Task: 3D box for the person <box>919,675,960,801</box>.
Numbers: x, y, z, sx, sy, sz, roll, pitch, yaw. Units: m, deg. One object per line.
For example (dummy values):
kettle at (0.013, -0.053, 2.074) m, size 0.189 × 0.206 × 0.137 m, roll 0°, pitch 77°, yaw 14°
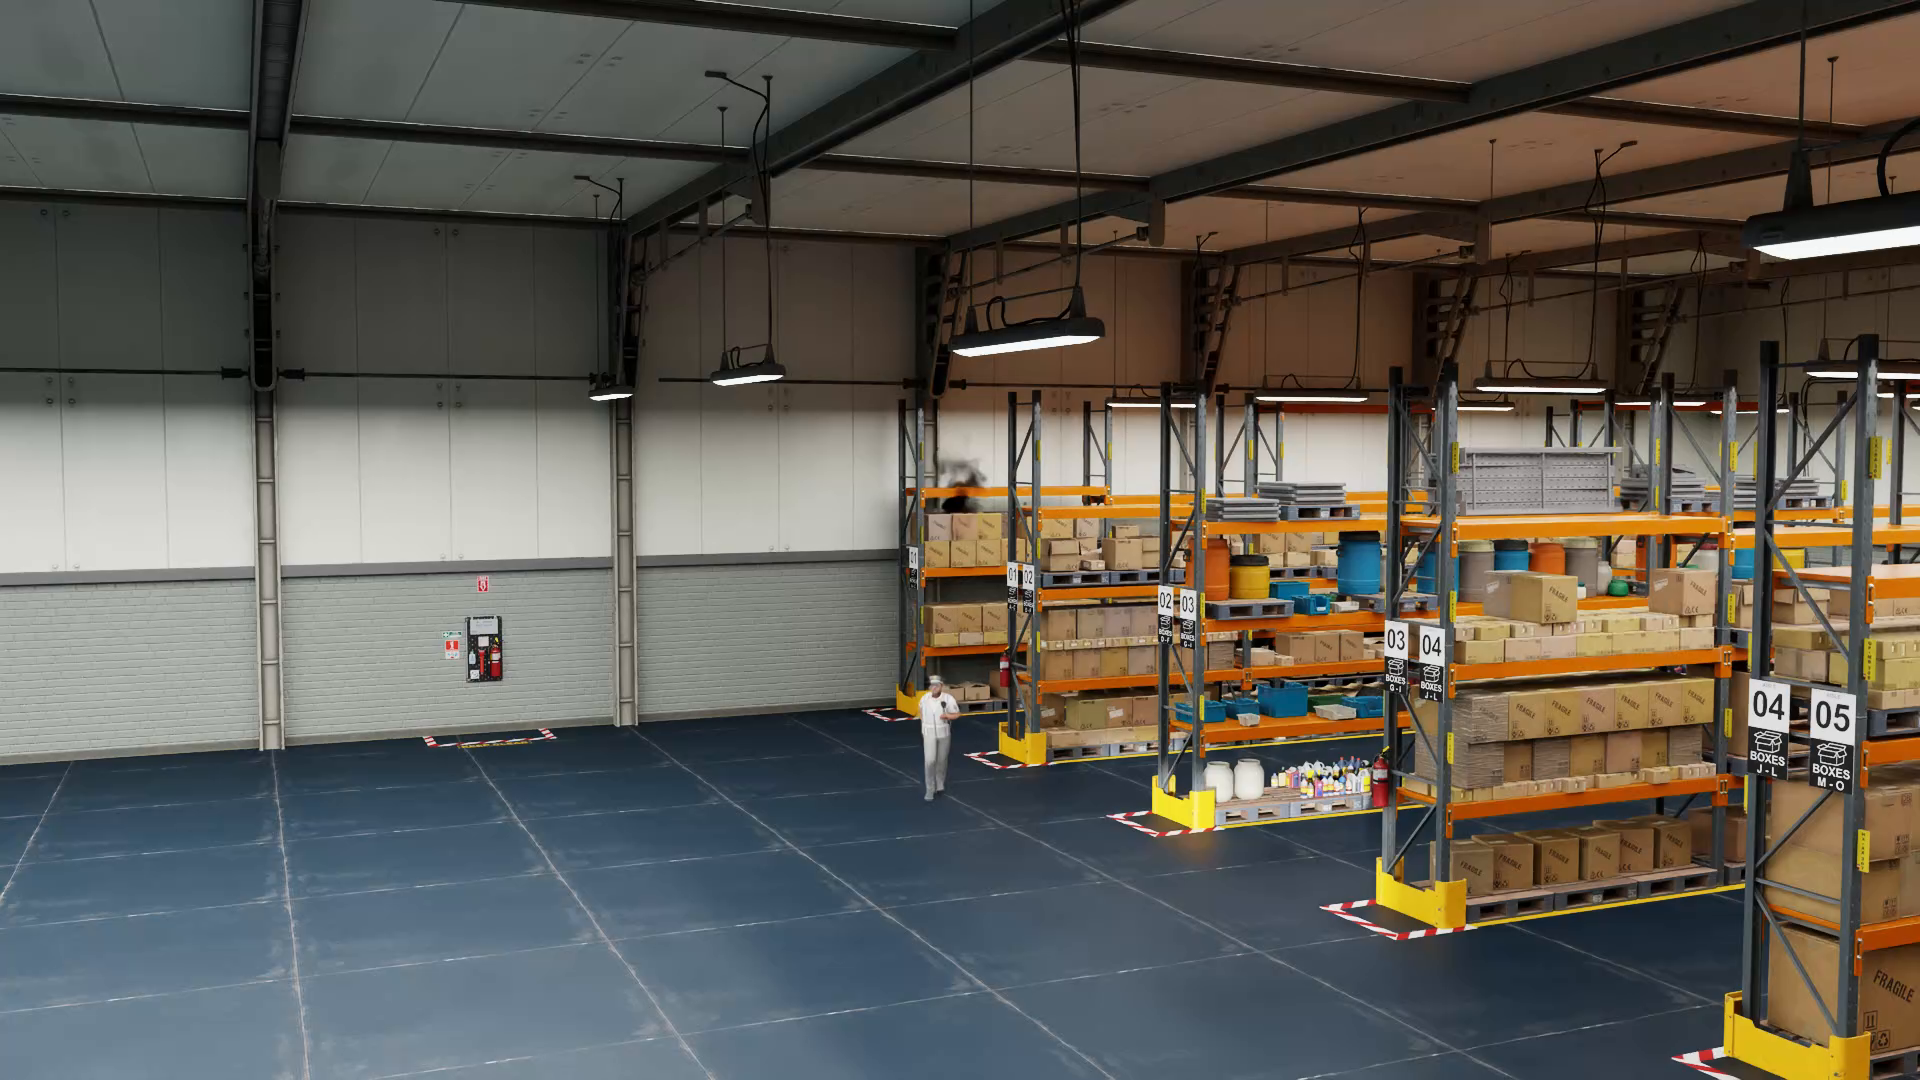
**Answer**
person at (-0.308, 2.881, 24.223) m, size 0.625 × 1.863 × 0.794 m, roll 0°, pitch 3°, yaw 4°
